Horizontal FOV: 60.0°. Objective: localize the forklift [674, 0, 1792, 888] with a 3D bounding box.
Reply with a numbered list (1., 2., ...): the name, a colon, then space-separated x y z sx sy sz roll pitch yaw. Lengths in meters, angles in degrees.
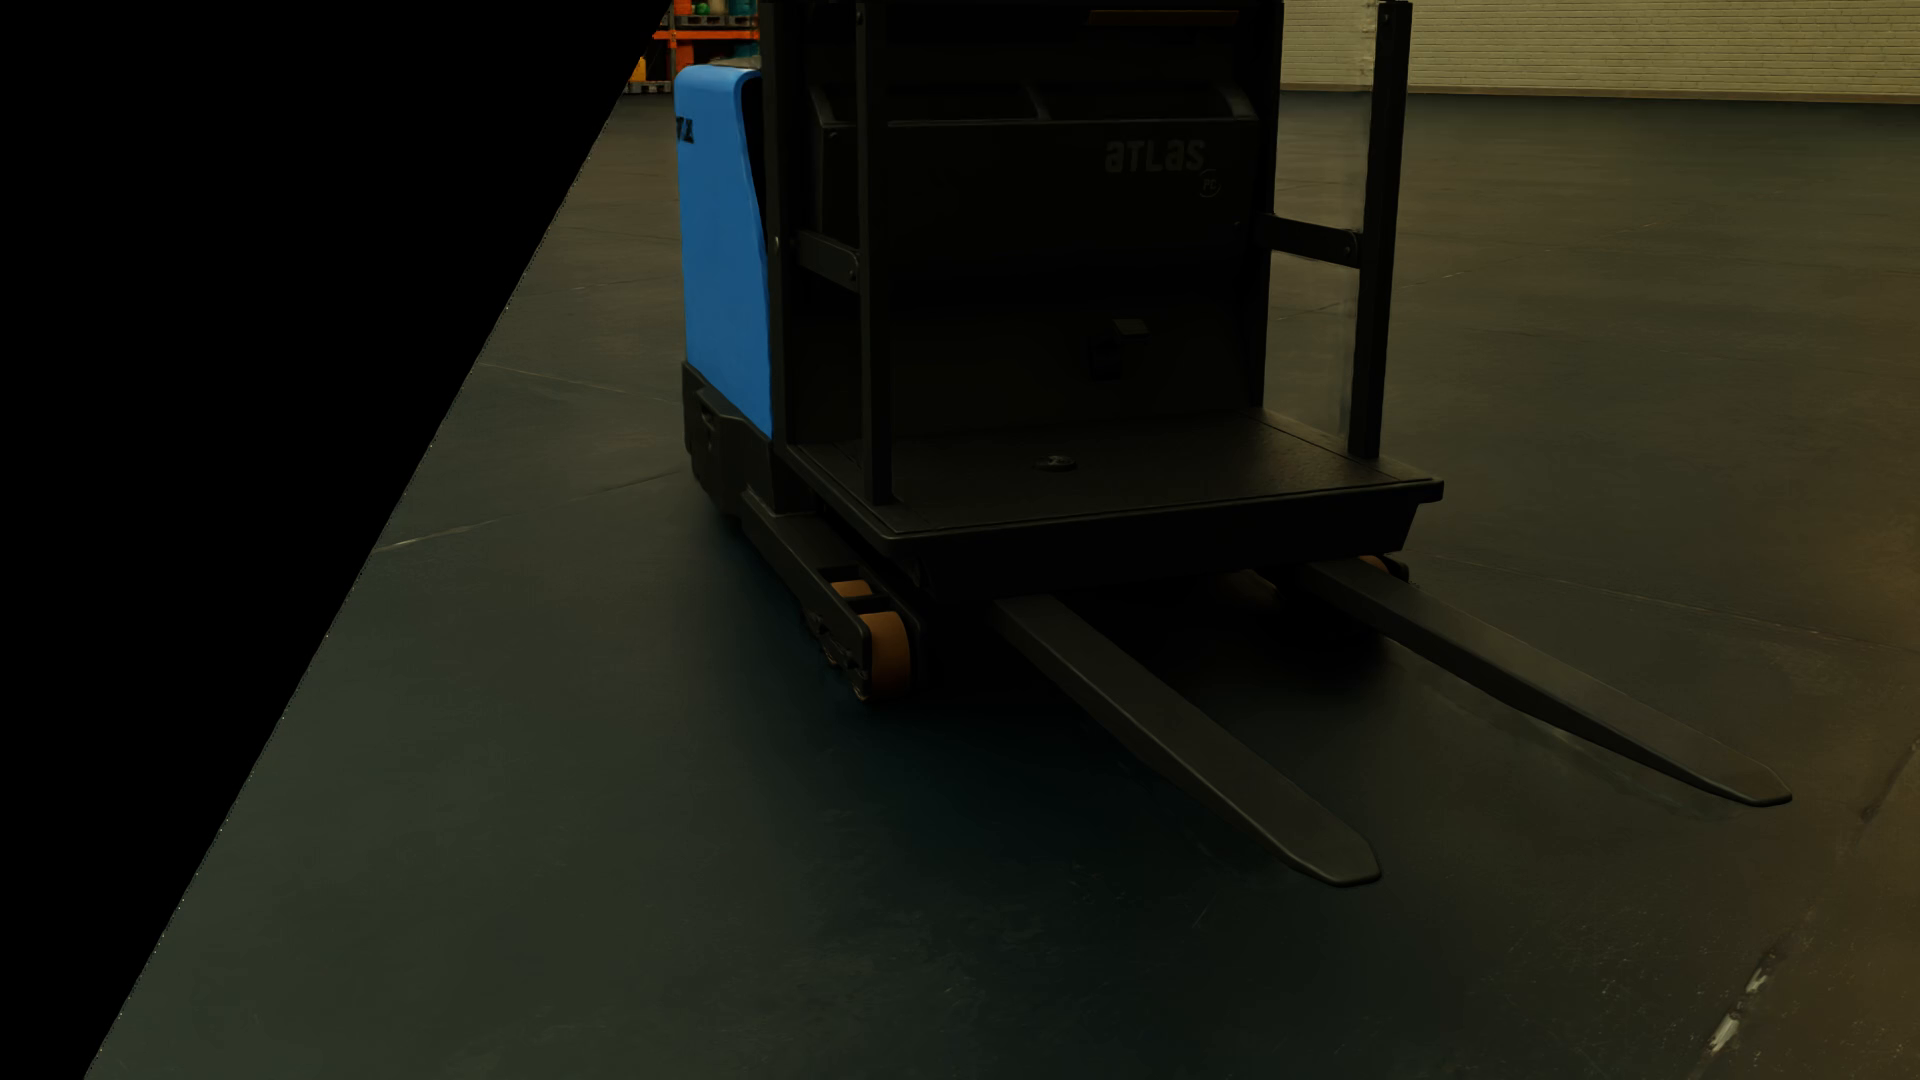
1. forklift: 0.229 -1.245 2.997 1.130 2.935 3.031 -6 18 -19
